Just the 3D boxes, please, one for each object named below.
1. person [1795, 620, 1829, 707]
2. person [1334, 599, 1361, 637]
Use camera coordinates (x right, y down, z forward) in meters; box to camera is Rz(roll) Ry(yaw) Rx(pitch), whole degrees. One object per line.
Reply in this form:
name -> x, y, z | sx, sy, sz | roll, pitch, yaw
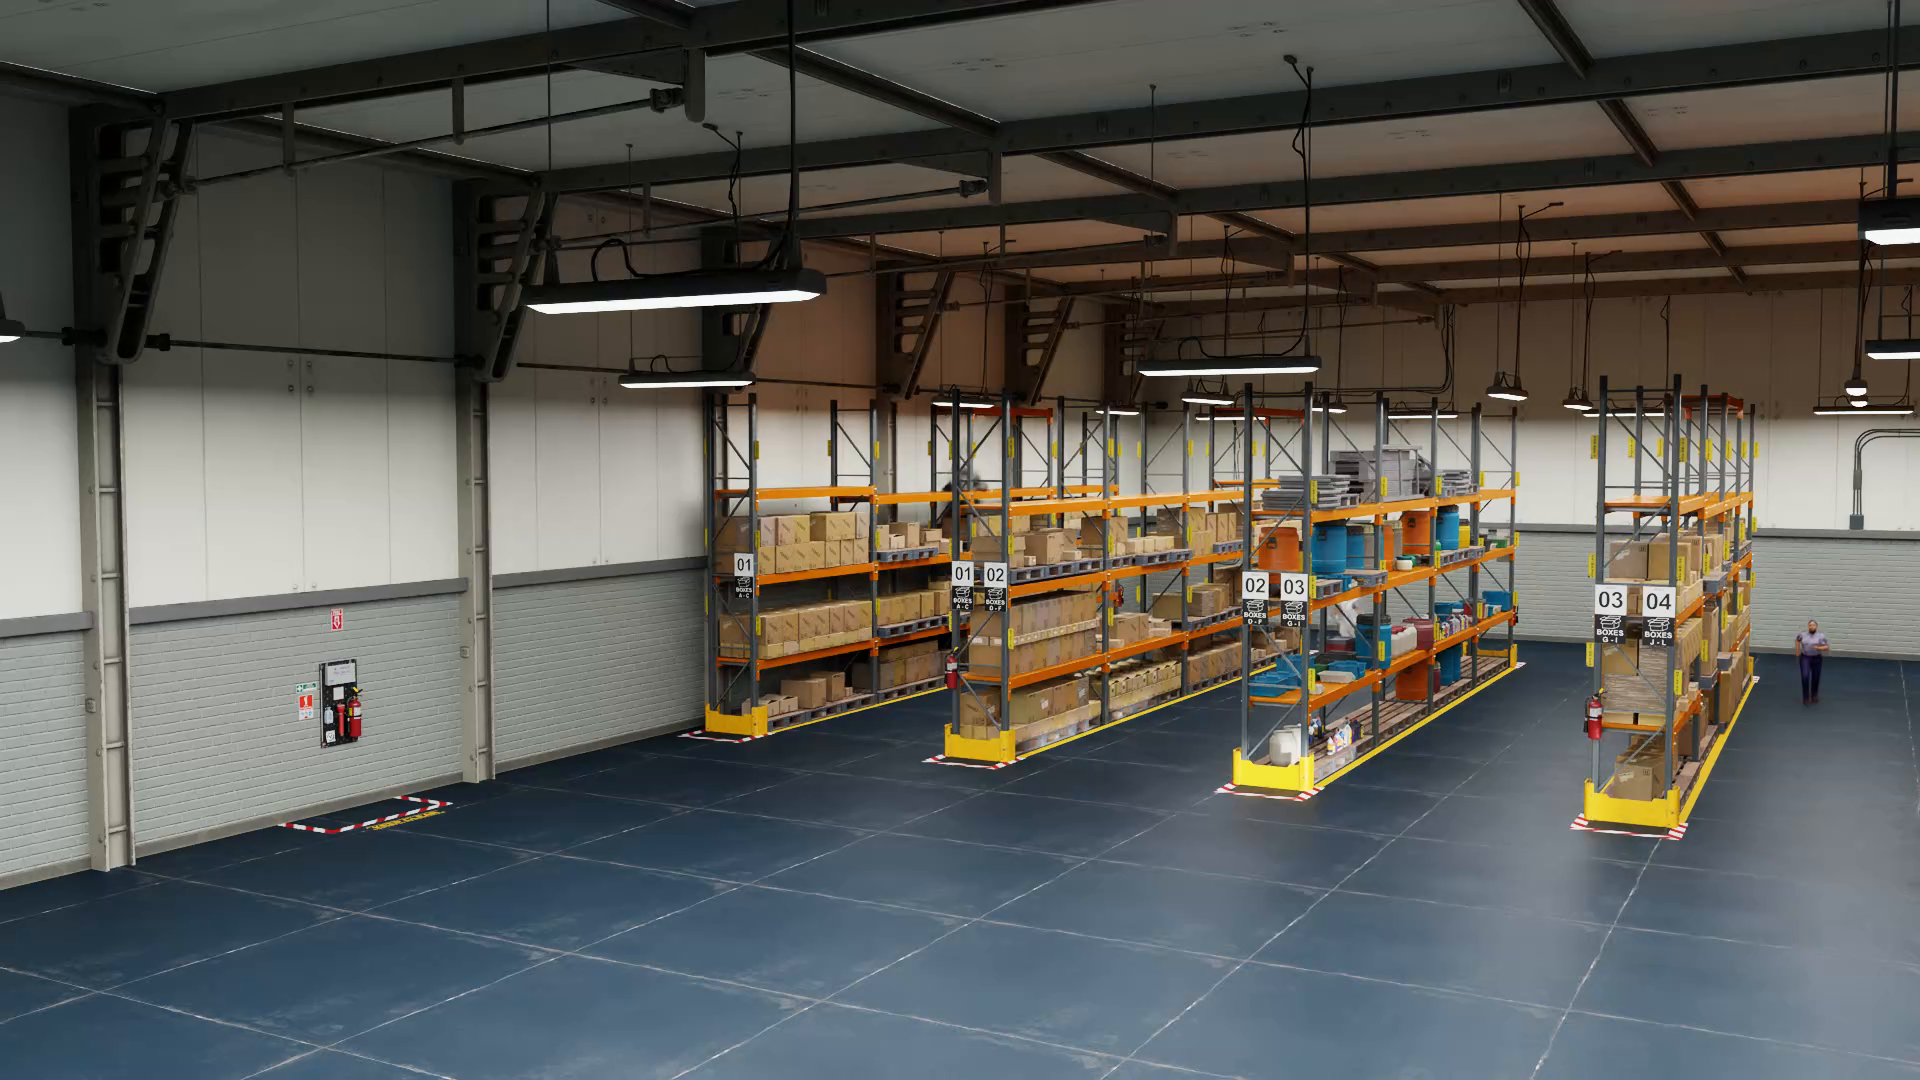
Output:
person -> 16.746, 2.404, 32.695 | 0.581, 1.695, 0.855 | 1, 3, 25
person -> 9.078, 2.018, 39.014 | 0.651, 1.834, 0.745 | 1, 3, 17
